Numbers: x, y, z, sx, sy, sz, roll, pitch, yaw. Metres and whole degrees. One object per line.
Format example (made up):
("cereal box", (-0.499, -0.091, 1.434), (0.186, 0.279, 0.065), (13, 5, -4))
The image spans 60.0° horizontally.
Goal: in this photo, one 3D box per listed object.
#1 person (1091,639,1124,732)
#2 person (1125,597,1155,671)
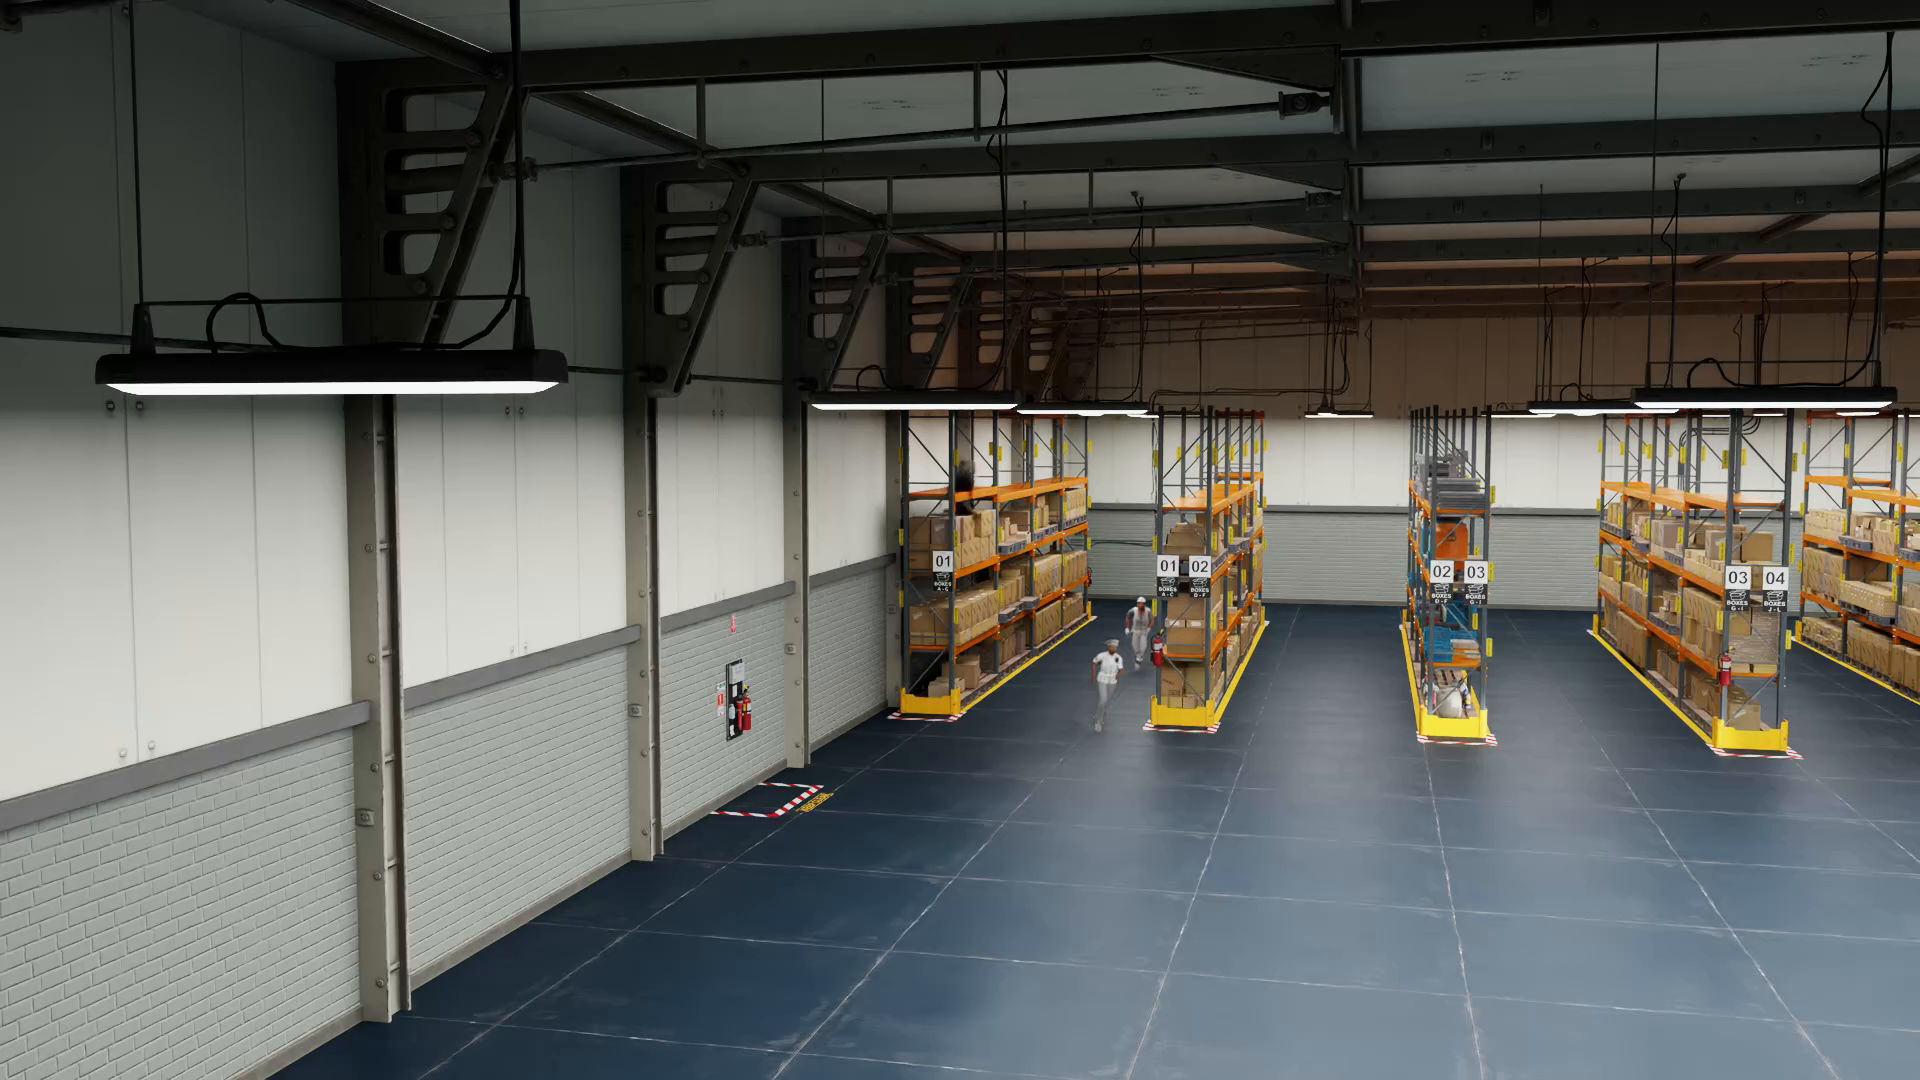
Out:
("person", (2.705, 2.661, 30.877), (0.641, 1.666, 0.825), (-1, 4, -15))
("person", (4.123, 2.139, 38.082), (0.657, 1.716, 0.702), (0, 4, -1))
